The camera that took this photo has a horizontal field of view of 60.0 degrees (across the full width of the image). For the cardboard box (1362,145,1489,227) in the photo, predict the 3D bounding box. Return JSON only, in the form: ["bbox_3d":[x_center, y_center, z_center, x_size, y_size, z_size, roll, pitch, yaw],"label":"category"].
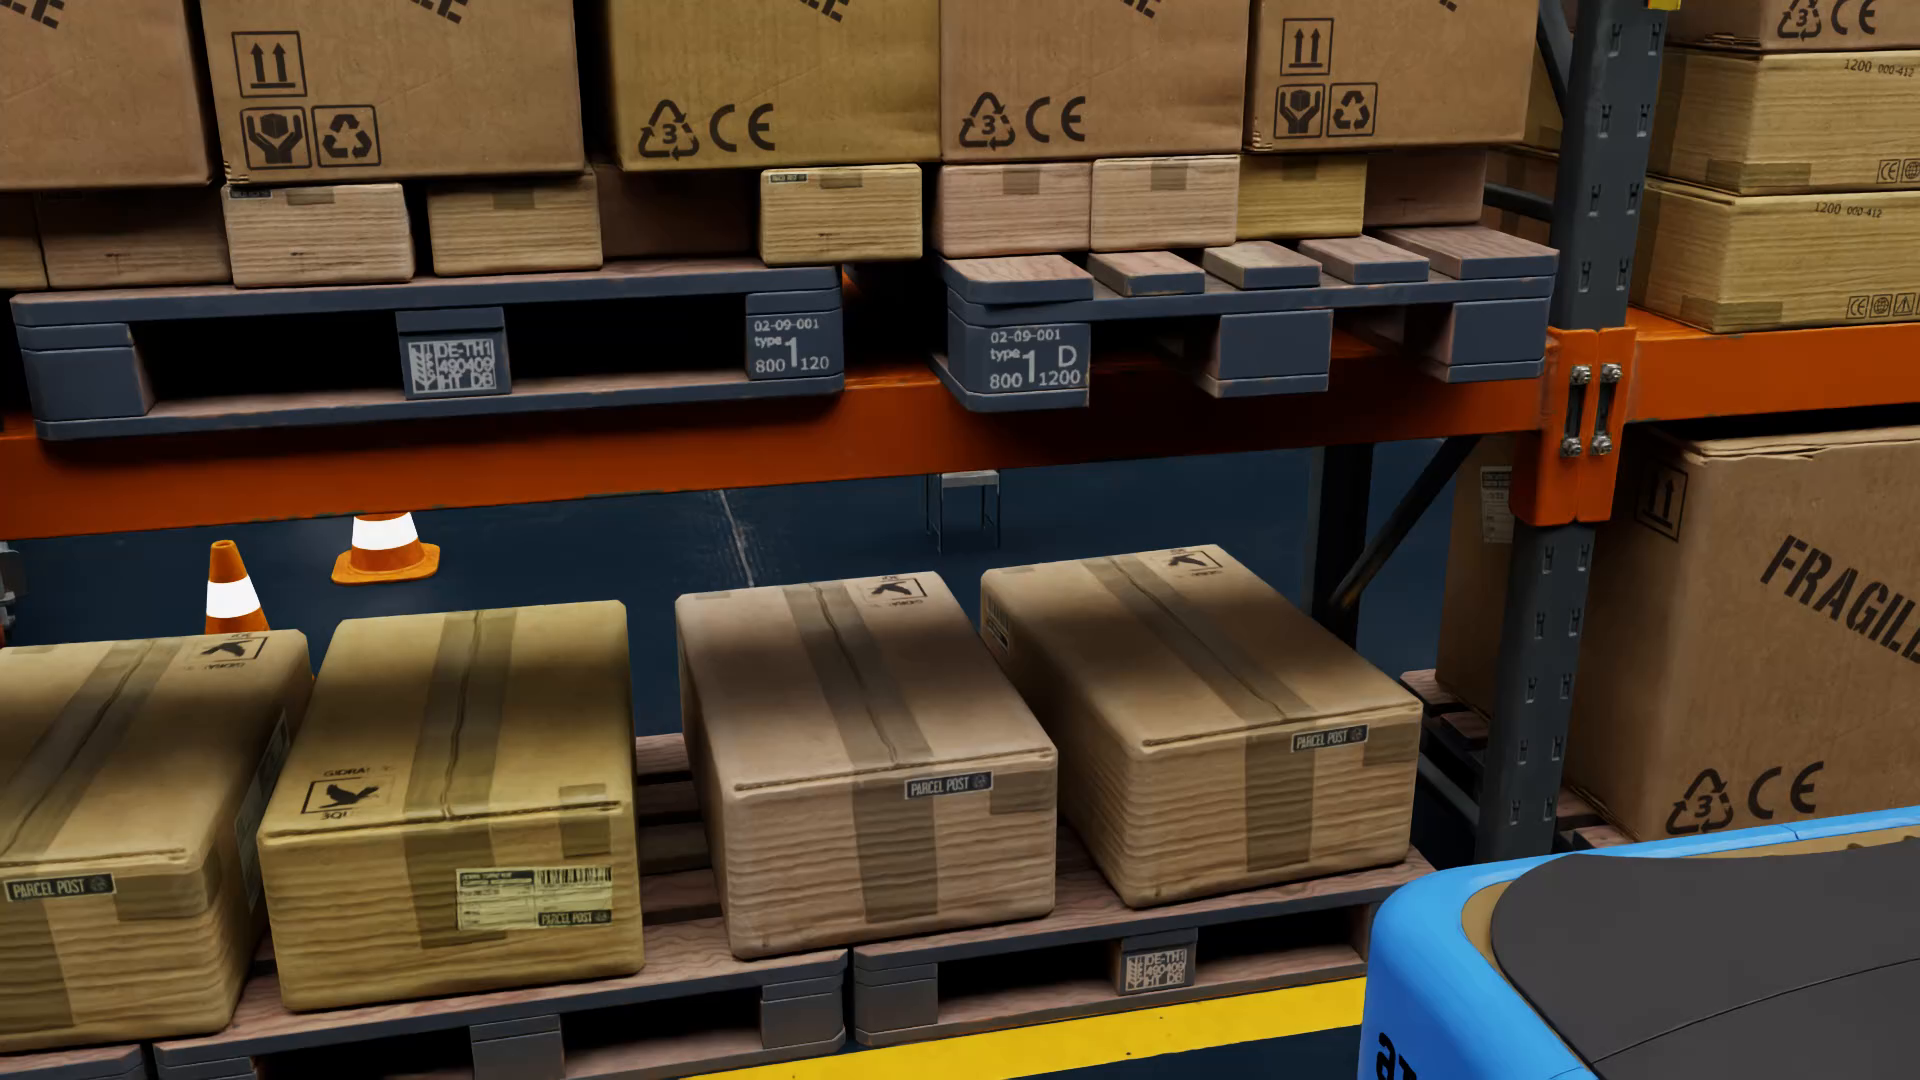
[{"bbox_3d":[0.770,-0.688,3.087,0.250,0.149,0.380,-4,20,-10],"label":"cardboard box"}]

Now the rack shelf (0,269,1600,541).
[{"bbox_3d":[-0.911,-0.218,3.093,4.000,0.370,1.077,-5,21,-12],"label":"rack shelf"}]

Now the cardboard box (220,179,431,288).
[{"bbox_3d":[-0.972,-0.508,2.595,0.250,0.149,0.380,-4,20,-10],"label":"cardboard box"}]

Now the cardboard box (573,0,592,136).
[{"bbox_3d":[-0.477,-1.051,3.136,0.500,0.500,0.500,-4,21,-12],"label":"cardboard box"}]

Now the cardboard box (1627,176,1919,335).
[{"bbox_3d":[1.569,-0.598,3.303,0.500,0.250,0.500,-5,21,-13],"label":"cardboard box"}]

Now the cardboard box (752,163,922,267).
[{"bbox_3d":[-0.220,-0.564,2.748,0.250,0.149,0.380,-4,21,-12],"label":"cardboard box"}]

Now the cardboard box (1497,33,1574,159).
[{"bbox_3d":[1.448,-1.001,3.678,0.500,0.250,0.500,-5,21,-13],"label":"cardboard box"}]

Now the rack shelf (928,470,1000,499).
[{"bbox_3d":[0.008,-0.223,5.735,0.200,0.077,0.258,-5,21,-12],"label":"rack shelf"}]

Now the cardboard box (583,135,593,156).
[{"bbox_3d":[-0.639,-0.717,3.164,0.250,0.149,0.380,-4,20,-10],"label":"cardboard box"}]

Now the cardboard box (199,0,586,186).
[{"bbox_3d":[-0.866,-0.841,2.560,0.500,0.500,0.500,-6,21,-15],"label":"cardboard box"}]

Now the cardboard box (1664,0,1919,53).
[{"bbox_3d":[1.571,-1.187,3.096,0.500,0.500,0.500,-5,21,-14],"label":"cardboard box"}]

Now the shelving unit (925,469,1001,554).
[{"bbox_3d":[0.008,-0.423,5.662,0.210,0.900,0.258,-5,21,-12],"label":"shelving unit"}]

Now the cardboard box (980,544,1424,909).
[{"bbox_3d":[0.483,0.364,3.669,0.625,0.372,0.950,-6,21,-16],"label":"cardboard box"}]

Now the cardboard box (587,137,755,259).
[{"bbox_3d":[-0.494,-0.586,2.809,0.250,0.149,0.380,-4,21,-12],"label":"cardboard box"}]

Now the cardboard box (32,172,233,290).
[{"bbox_3d":[-1.243,-0.504,2.585,0.250,0.149,0.380,-4,21,-12],"label":"cardboard box"}]

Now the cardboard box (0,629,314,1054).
[{"bbox_3d":[-1.649,0.539,3.191,0.625,0.372,0.950,-3,20,-9],"label":"cardboard box"}]

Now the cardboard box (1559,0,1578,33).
[{"bbox_3d":[1.478,-1.359,3.563,0.500,0.500,0.500,-5,21,-14],"label":"cardboard box"}]

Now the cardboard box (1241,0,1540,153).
[{"bbox_3d":[0.657,-0.968,2.909,0.500,0.500,0.500,-5,21,-14],"label":"cardboard box"}]

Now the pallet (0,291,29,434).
[{"bbox_3d":[-2.080,-0.319,2.603,1.213,0.211,1.003,-5,21,-12],"label":"pallet"}]

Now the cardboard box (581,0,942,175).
[{"bbox_3d":[-0.335,-0.883,2.677,0.500,0.500,0.500,-6,21,-16],"label":"cardboard box"}]

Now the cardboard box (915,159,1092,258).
[{"bbox_3d":[0.044,-0.591,2.820,0.250,0.149,0.380,-6,21,-15],"label":"cardboard box"}]

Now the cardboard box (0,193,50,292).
[{"bbox_3d":[-1.484,-0.485,2.534,0.250,0.149,0.380,-4,21,-12],"label":"cardboard box"}]

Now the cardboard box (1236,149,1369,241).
[{"bbox_3d":[0.526,-0.643,2.963,0.250,0.149,0.380,-4,21,-12],"label":"cardboard box"}]

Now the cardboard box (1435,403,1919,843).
[{"bbox_3d":[1.726,0.060,3.768,0.875,0.875,0.875,-5,21,-13],"label":"cardboard box"}]

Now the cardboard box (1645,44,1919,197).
[{"bbox_3d":[1.585,-0.835,3.225,0.500,0.250,0.500,-5,21,-13],"label":"cardboard box"}]

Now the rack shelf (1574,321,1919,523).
[{"bbox_3d":[2.981,-0.534,3.958,4.000,0.370,1.077,-5,21,-12],"label":"rack shelf"}]

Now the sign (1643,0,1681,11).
[{"bbox_3d":[1.169,-1.039,2.722,0.005,0.325,0.100,-5,21,-12],"label":"sign"}]

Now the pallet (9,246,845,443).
[{"bbox_3d":[-0.882,-0.453,2.970,1.213,0.211,1.003,-5,21,-12],"label":"pallet"}]

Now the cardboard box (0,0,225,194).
[{"bbox_3d":[-1.364,-0.796,2.439,0.500,0.500,0.500,-5,21,-13],"label":"cardboard box"}]

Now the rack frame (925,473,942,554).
[{"bbox_3d":[-0.091,-0.415,5.640,0.006,0.900,0.240,-5,21,-12],"label":"rack frame"}]

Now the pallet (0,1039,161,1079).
[{"bbox_3d":[-2.100,0.850,3.187,1.213,0.211,1.003,-5,21,-12],"label":"pallet"}]

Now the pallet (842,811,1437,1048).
[{"bbox_3d":[0.274,0.657,3.714,1.213,0.211,1.003,-5,21,-12],"label":"pallet"}]

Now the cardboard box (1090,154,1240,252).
[{"bbox_3d":[0.291,-0.608,2.867,0.250,0.149,0.380,-5,21,-13],"label":"cardboard box"}]

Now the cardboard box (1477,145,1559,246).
[{"bbox_3d":[1.467,-0.770,3.774,0.500,0.250,0.500,-5,21,-14],"label":"cardboard box"}]

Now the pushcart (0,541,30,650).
[{"bbox_3d":[-3.431,0.075,5.061,0.936,0.377,1.648,-13,24,-31],"label":"pushcart"}]

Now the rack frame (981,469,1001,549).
[{"bbox_3d":[0.107,-0.431,5.684,0.006,0.900,0.240,-5,21,-12],"label":"rack frame"}]

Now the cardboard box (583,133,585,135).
[{"bbox_3d":[-0.965,-1.014,3.035,0.500,0.500,0.500,-5,21,-15],"label":"cardboard box"}]

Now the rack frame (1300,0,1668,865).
[{"bbox_3d":[1.035,-0.714,3.402,0.127,3.000,1.000,-5,21,-12],"label":"rack frame"}]

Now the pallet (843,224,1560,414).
[{"bbox_3d":[0.366,-0.531,3.183,1.003,0.211,1.213,-5,21,-12],"label":"pallet"}]

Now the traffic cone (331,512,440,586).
[{"bbox_3d":[-1.921,-0.130,5.498,0.334,0.463,0.336,-5,21,-12],"label":"traffic cone"}]

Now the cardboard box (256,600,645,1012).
[{"bbox_3d":[-0.973,0.484,3.343,0.625,0.372,0.950,-4,20,-11],"label":"cardboard box"}]

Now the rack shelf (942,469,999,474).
[{"bbox_3d":[0.008,-0.307,5.704,0.200,0.077,0.258,-5,21,-12],"label":"rack shelf"}]

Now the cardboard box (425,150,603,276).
[{"bbox_3d":[-0.719,-0.539,2.680,0.250,0.149,0.380,-5,21,-14],"label":"cardboard box"}]

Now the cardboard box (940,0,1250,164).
[{"bbox_3d":[0.156,-0.924,2.787,0.500,0.500,0.500,-5,21,-13],"label":"cardboard box"}]
